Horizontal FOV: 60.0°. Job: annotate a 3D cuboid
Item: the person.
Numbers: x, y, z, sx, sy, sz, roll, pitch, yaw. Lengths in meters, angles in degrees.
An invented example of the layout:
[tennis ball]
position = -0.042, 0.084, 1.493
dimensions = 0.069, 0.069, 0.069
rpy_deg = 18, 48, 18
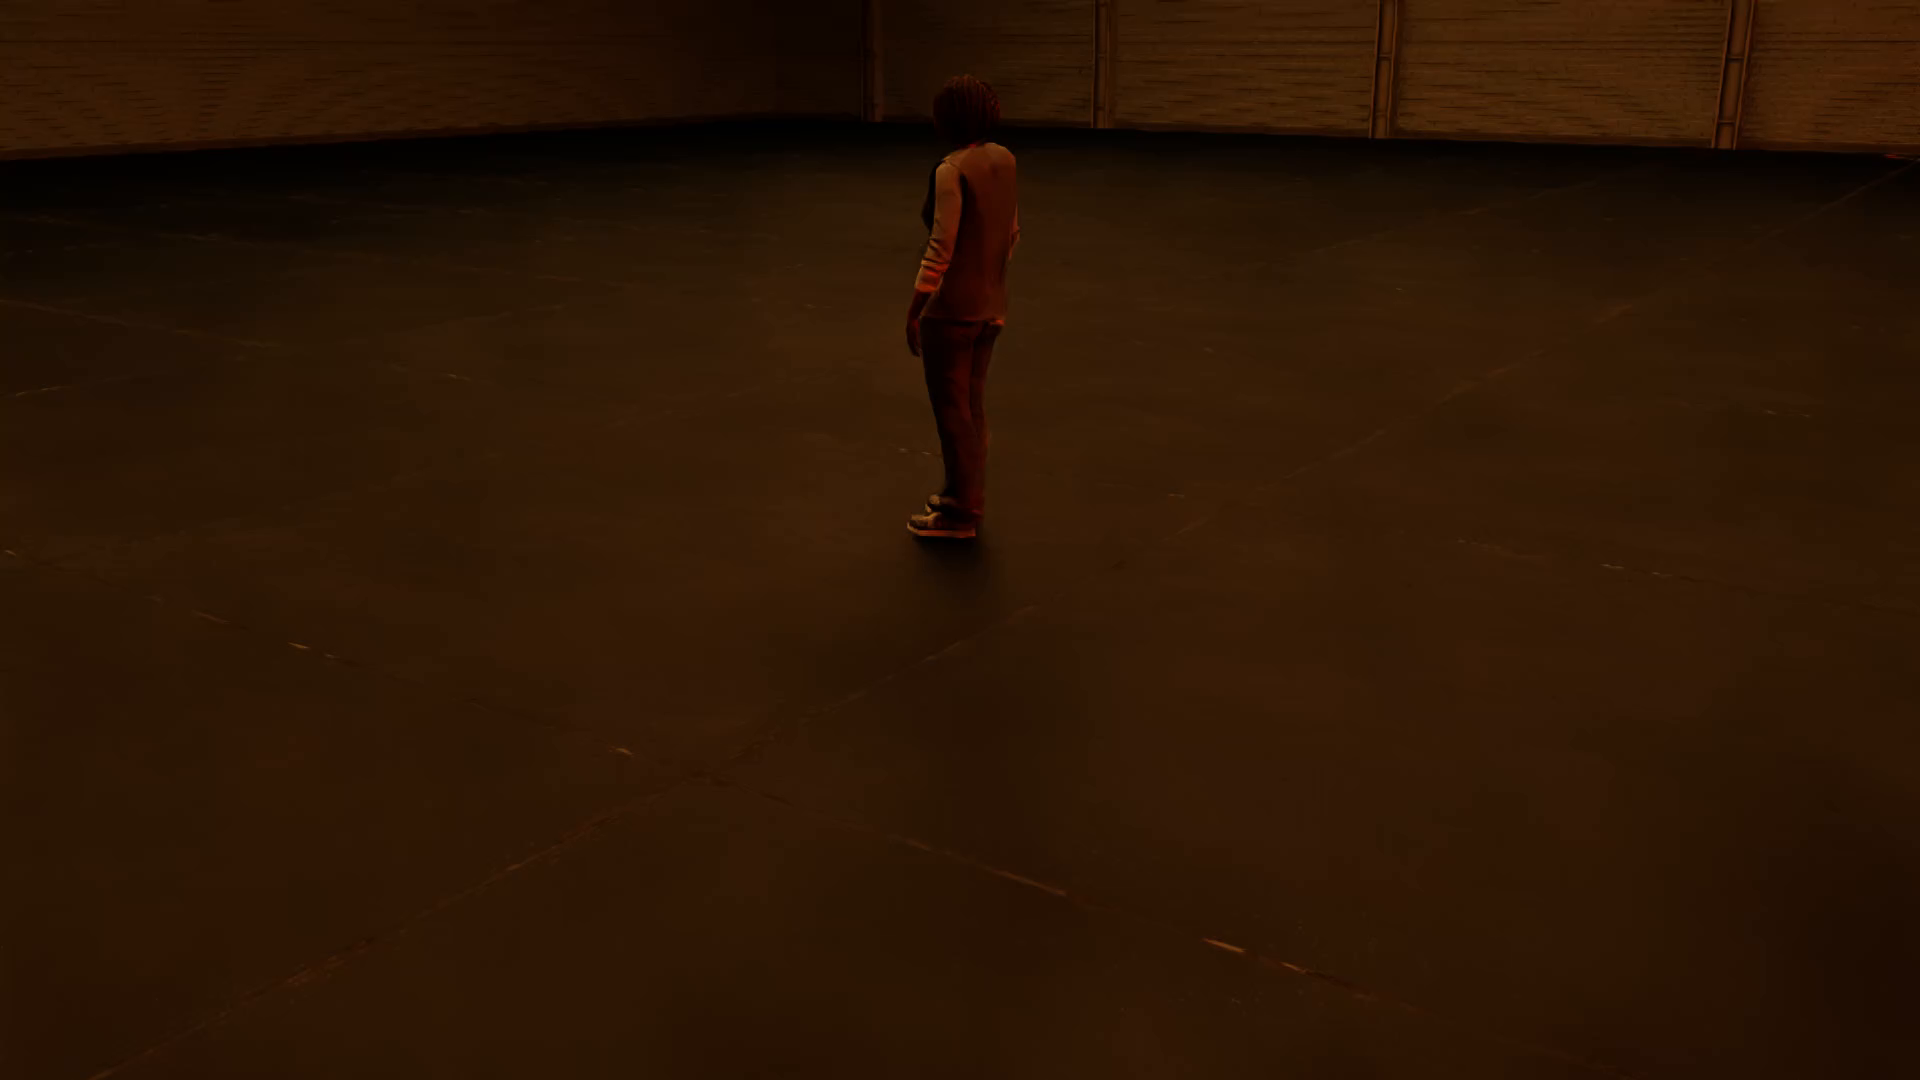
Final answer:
[person]
position = -0.053, -0.787, 5.769
dimensions = 0.474, 1.597, 0.521
rpy_deg = 11, 20, 33
